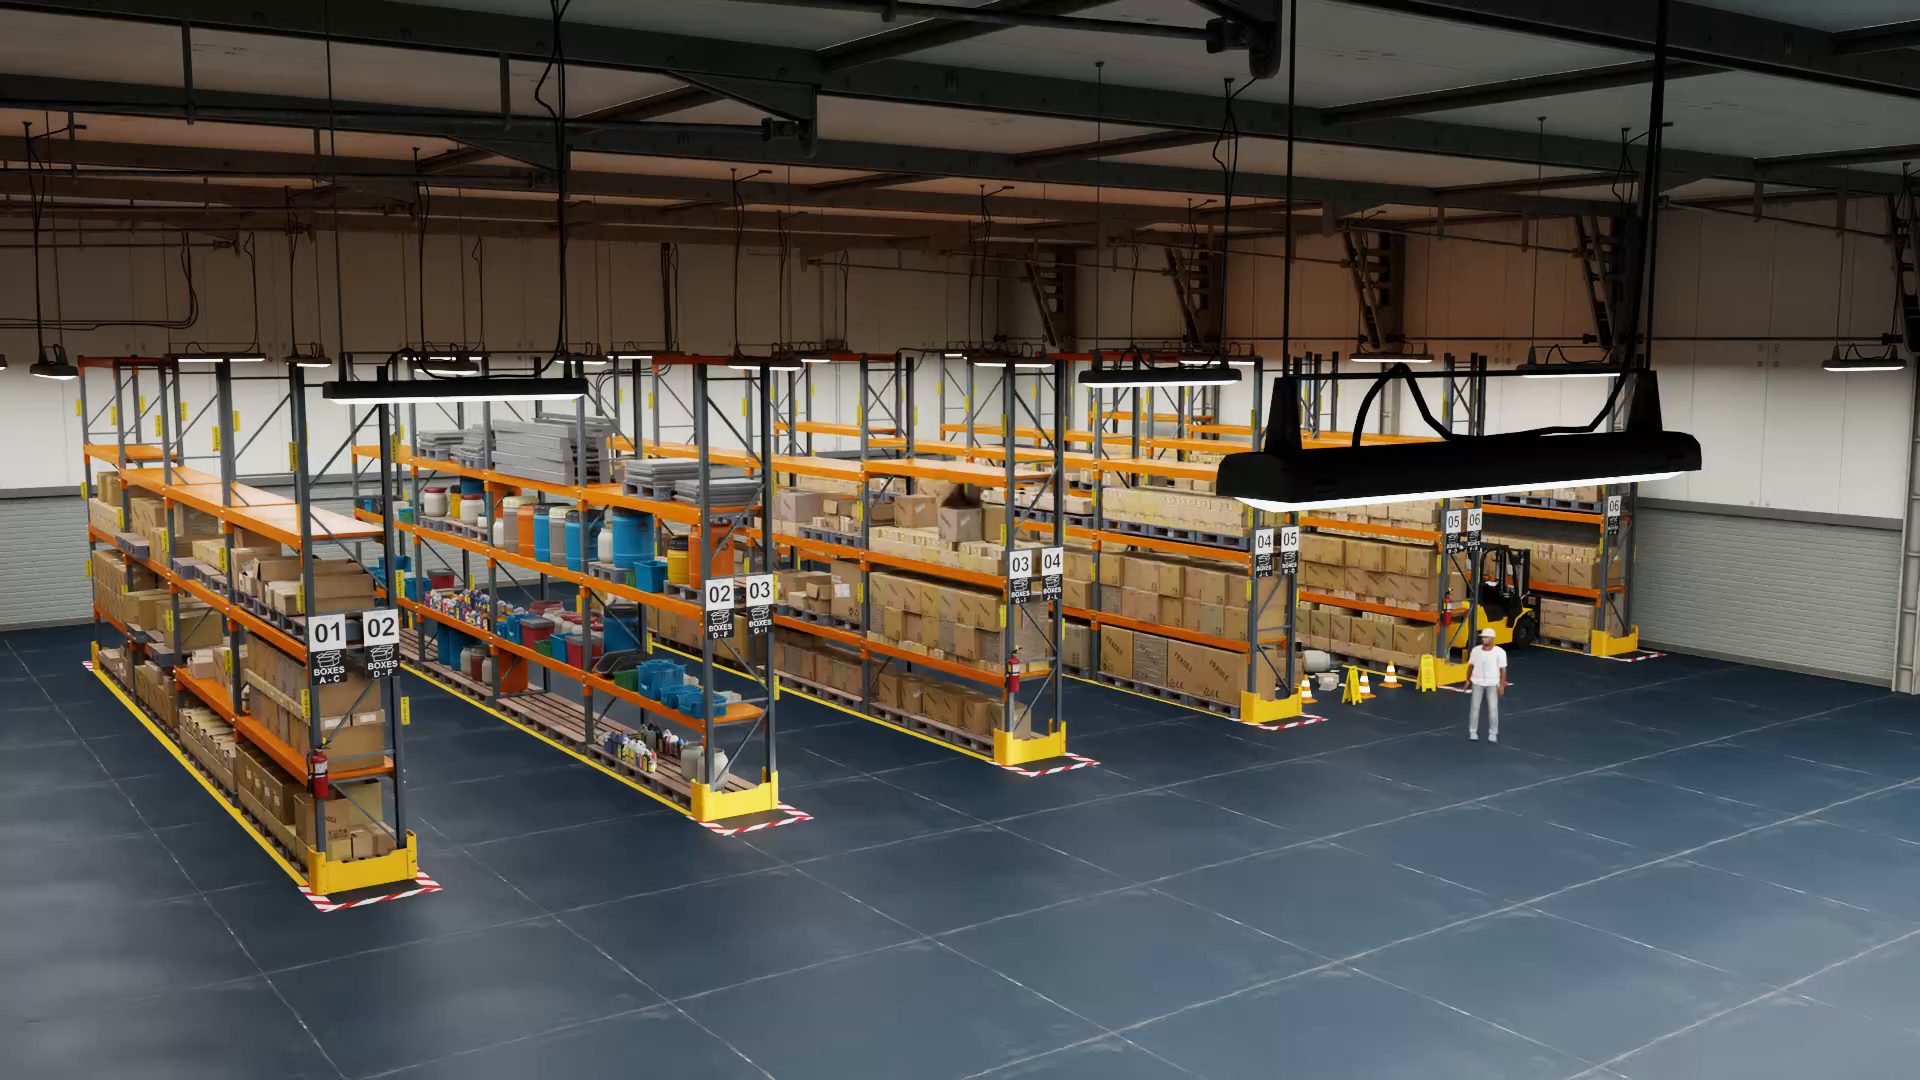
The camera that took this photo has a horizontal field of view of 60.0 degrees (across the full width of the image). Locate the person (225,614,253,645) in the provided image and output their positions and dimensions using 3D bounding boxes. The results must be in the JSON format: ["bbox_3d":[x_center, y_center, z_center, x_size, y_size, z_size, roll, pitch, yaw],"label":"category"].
[{"bbox_3d":[-13.283,1.662,31.093,0.760,1.736,1.016,-5,9,-38],"label":"person"}]

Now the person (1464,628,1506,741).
[{"bbox_3d":[8.274,2.269,26.224,0.630,1.769,0.431,2,7,18],"label":"person"}]

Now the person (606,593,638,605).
[{"bbox_3d":[-6.562,1.569,32.531,0.695,1.815,0.935,-5,8,-35],"label":"person"}]
